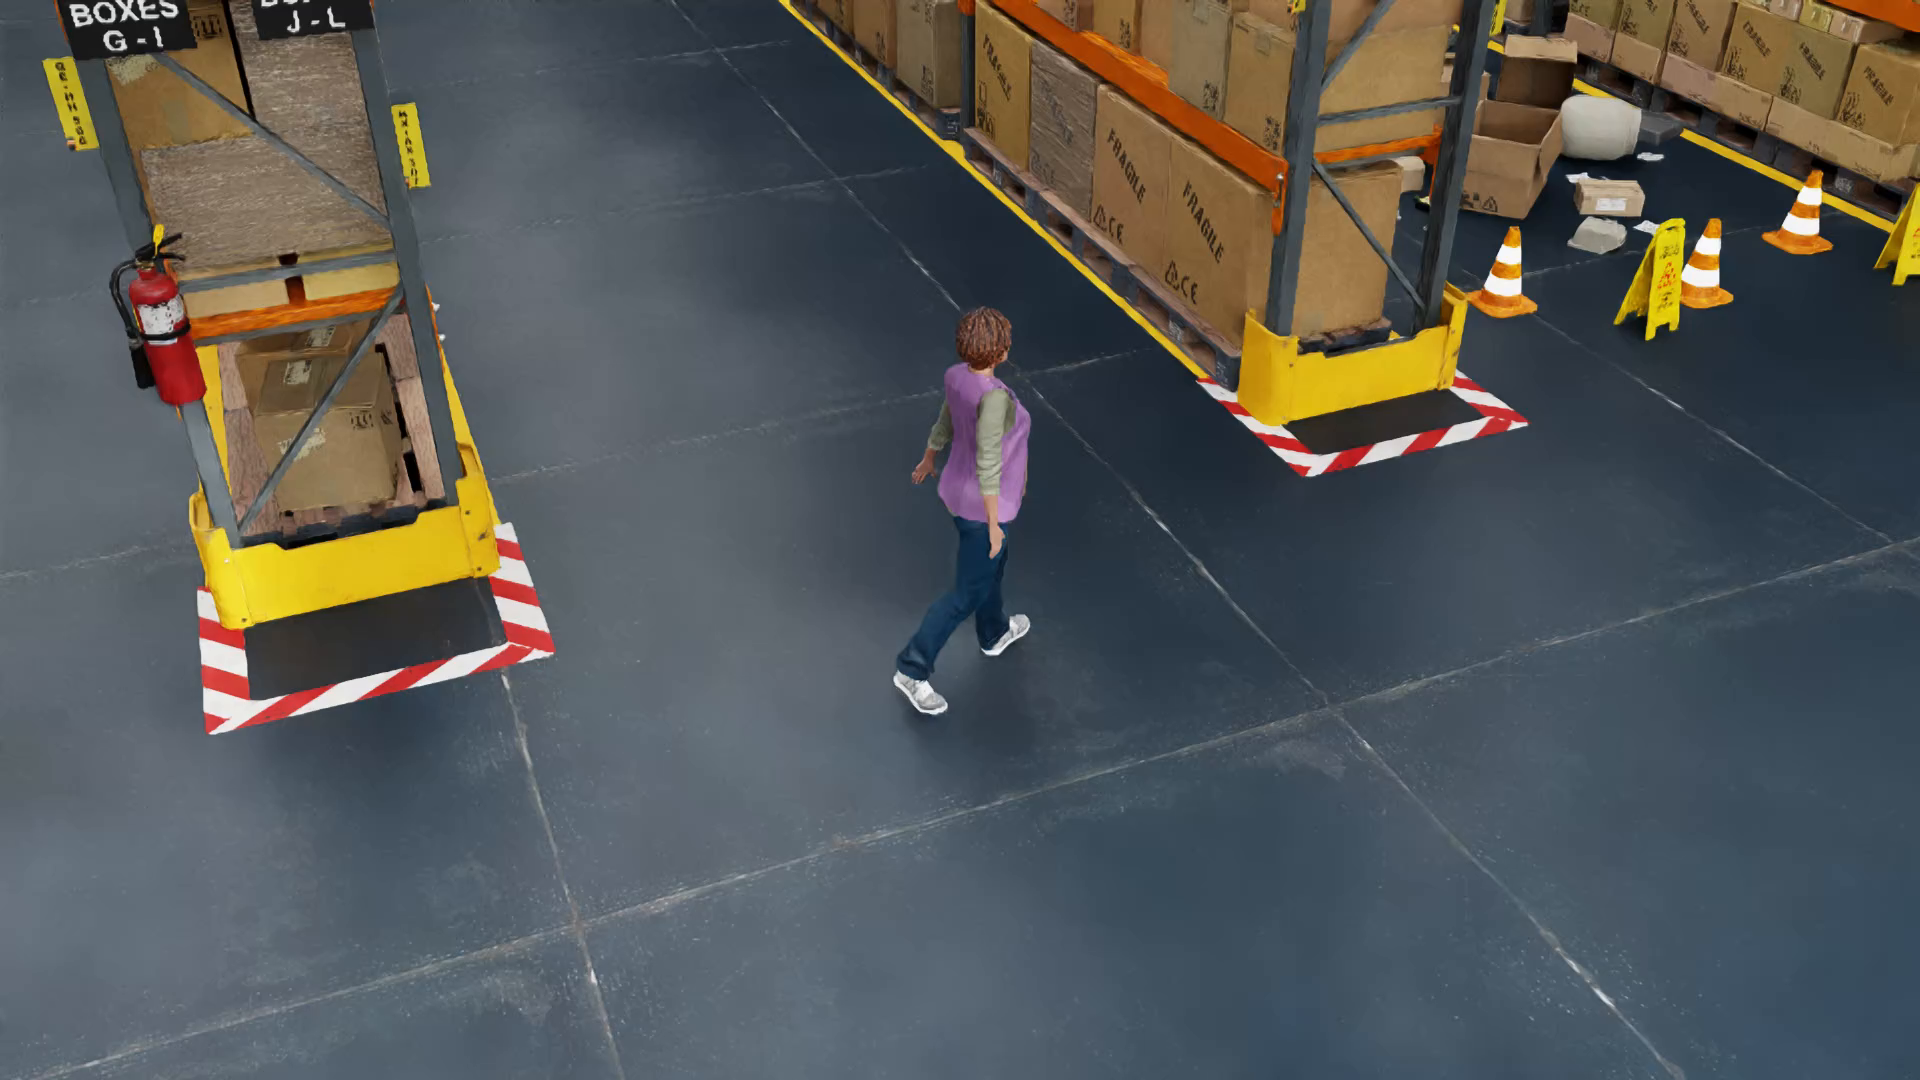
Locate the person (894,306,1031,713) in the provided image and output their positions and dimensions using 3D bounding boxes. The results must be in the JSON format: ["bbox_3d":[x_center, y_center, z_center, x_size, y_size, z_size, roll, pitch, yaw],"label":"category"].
[{"bbox_3d":[0.005,-0.157,6.391,0.708,1.566,0.683,-15,37,-21],"label":"person"}]
